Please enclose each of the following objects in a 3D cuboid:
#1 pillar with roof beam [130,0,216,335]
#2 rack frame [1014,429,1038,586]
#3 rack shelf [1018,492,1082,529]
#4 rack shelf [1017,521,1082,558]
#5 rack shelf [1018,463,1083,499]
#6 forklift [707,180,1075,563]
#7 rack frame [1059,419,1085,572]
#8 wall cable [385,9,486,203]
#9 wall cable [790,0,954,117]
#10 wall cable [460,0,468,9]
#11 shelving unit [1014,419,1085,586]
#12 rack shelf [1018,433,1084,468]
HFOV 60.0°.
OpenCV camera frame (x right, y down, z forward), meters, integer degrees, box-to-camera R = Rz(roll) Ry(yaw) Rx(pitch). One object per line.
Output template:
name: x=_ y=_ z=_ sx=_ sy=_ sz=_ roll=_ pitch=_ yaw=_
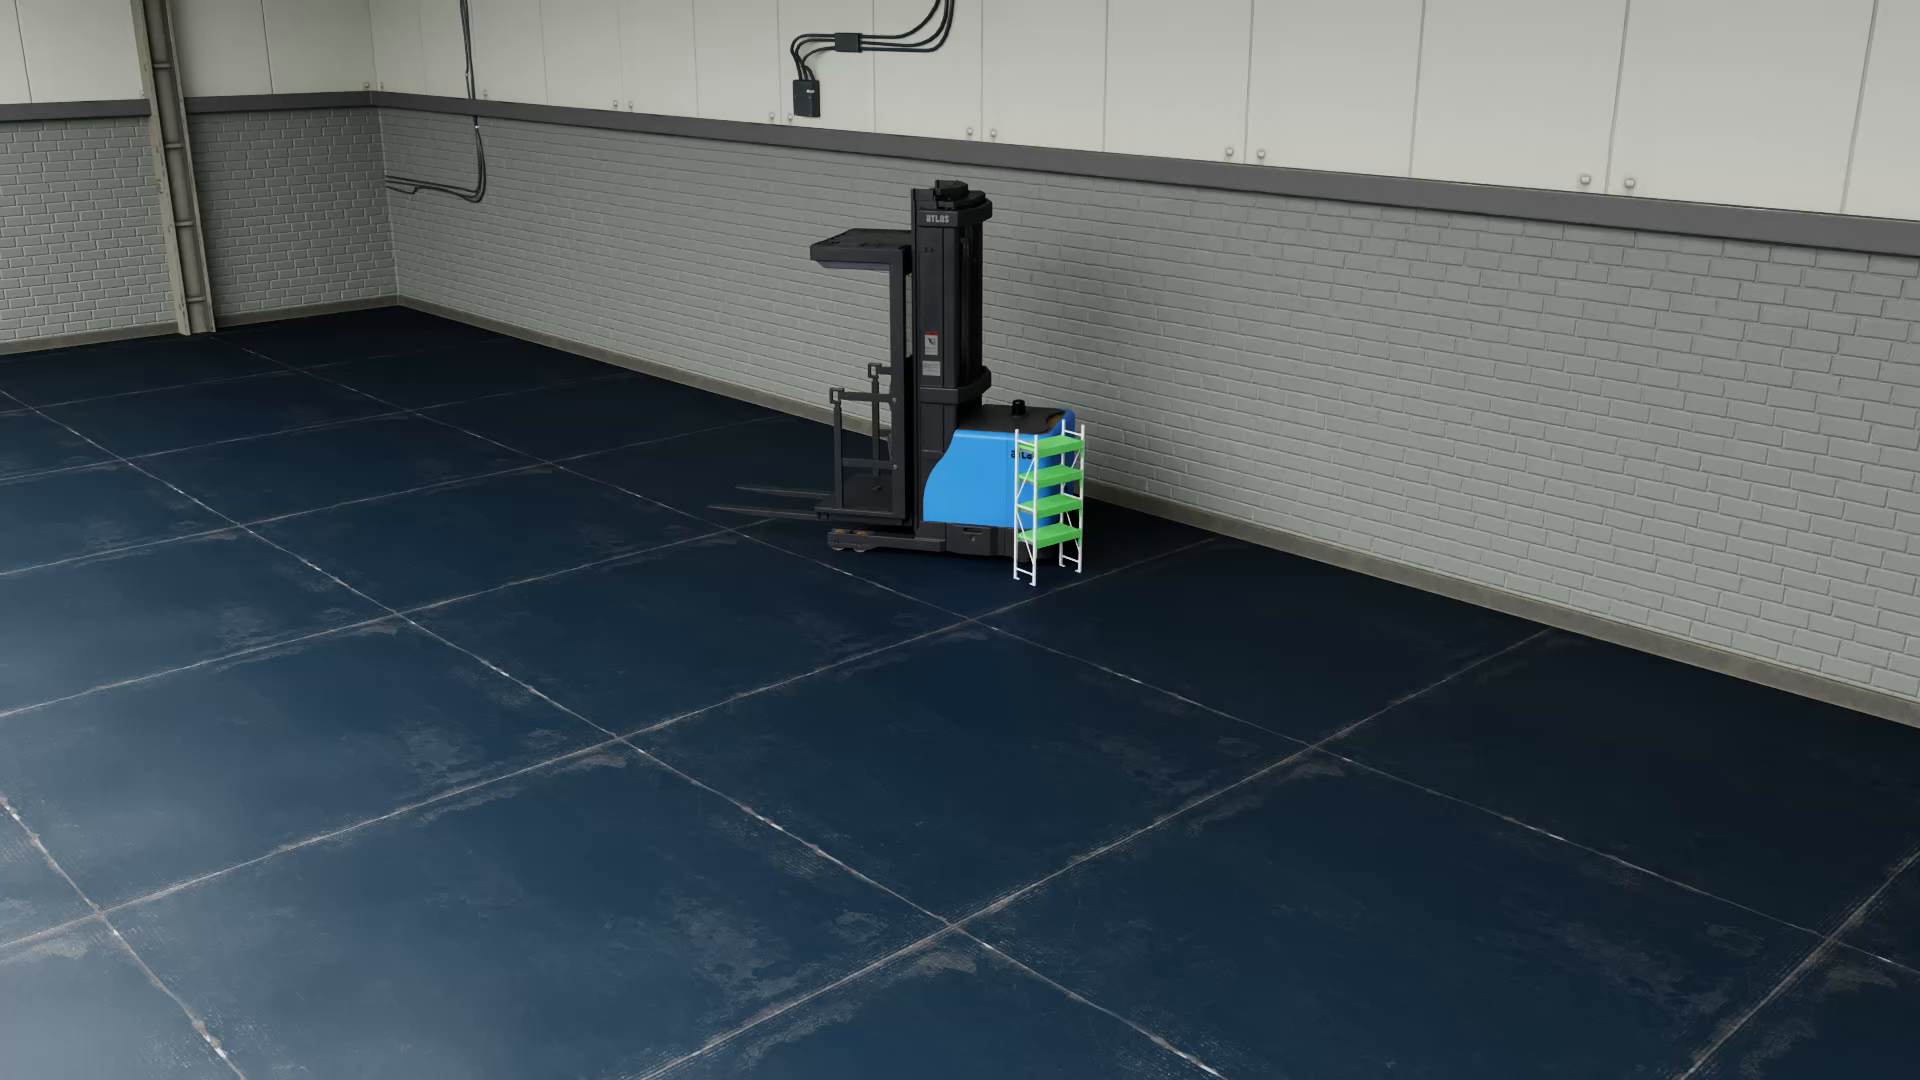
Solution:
pillar with roof beam: x=-7.485 y=-6.165 z=18.408 sx=0.400 sy=9.000 sz=9.100 roll=-16 pitch=24 yaw=-41
rack frame: x=0.505 y=-0.246 z=12.797 sx=0.015 sy=1.200 sz=0.240 roll=-14 pitch=23 yaw=-37
rack shelf: x=0.693 y=-0.233 z=12.965 sx=0.480 sy=0.148 sz=0.258 roll=-14 pitch=23 yaw=-37
rack shelf: x=0.693 y=-0.005 z=13.039 sx=0.480 sy=0.148 sz=0.258 roll=-14 pitch=23 yaw=-37
rack shelf: x=0.693 y=-0.461 z=12.891 sx=0.480 sy=0.148 sz=0.258 roll=-14 pitch=23 yaw=-37
forklift: x=-0.601 y=-1.444 z=13.687 sx=3.031 sy=2.935 sz=1.130 roll=5 pitch=19 yaw=14
rack frame: x=0.880 y=-0.342 z=13.093 sx=0.015 sy=1.200 sz=0.240 roll=-14 pitch=23 yaw=-37
wall cable: x=-7.394 y=-5.980 z=22.873 sx=0.112 sy=2.526 sz=3.097 roll=-16 pitch=24 yaw=-41
wall cable: x=-0.883 y=-6.944 z=15.298 sx=0.169 sy=6.003 sz=2.305 roll=-16 pitch=24 yaw=-41
wall cable: x=-5.535 y=-7.776 z=20.225 sx=0.112 sy=2.526 sz=3.097 roll=-16 pitch=24 yaw=-41
shelving unit: x=0.693 y=-0.294 z=12.945 sx=0.503 sy=1.200 sz=0.258 roll=-14 pitch=23 yaw=-37
rack shelf: x=0.693 y=-0.689 z=12.817 sx=0.480 sy=0.148 sz=0.258 roll=-14 pitch=23 yaw=-37
